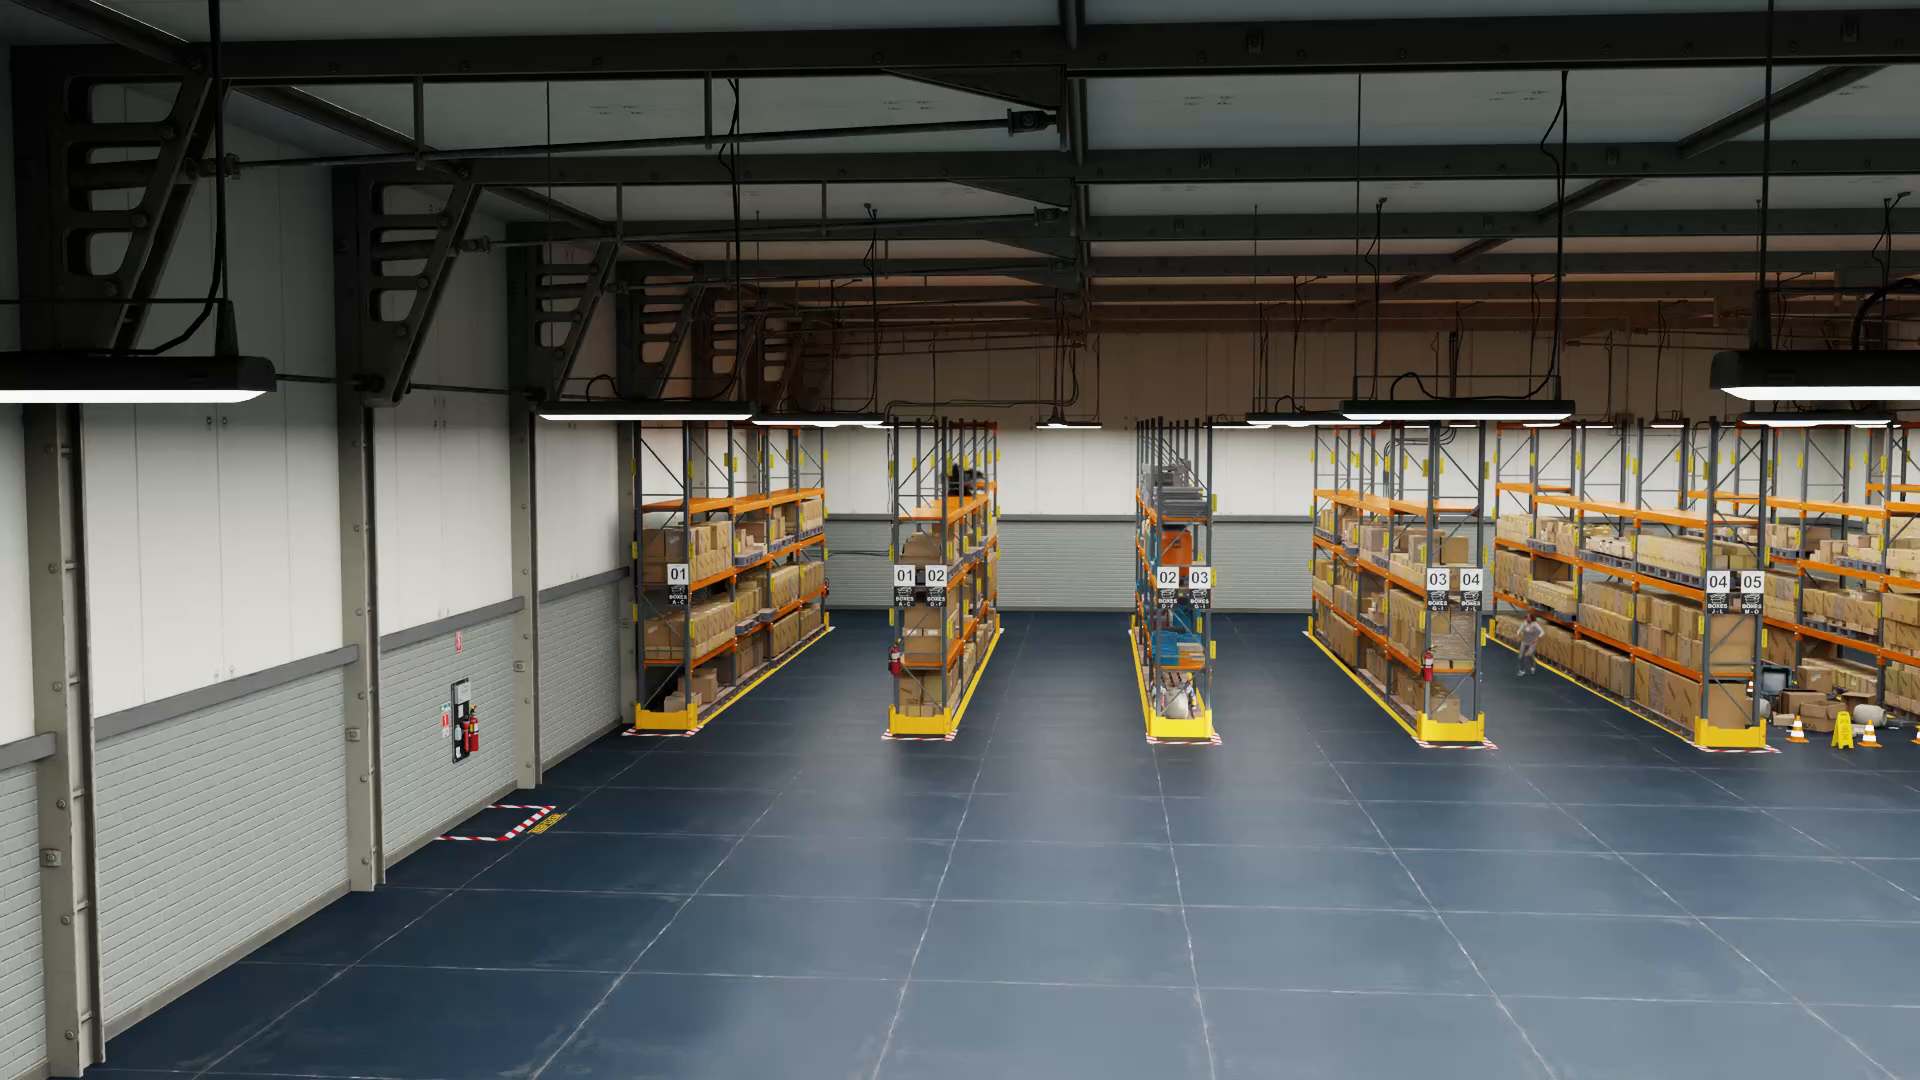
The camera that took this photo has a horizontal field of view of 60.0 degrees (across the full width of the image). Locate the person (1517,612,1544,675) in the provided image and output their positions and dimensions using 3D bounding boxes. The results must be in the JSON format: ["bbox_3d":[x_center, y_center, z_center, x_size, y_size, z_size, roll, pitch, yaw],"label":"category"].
[{"bbox_3d":[13.310,2.438,38.851,0.630,1.515,0.572,3,5,35],"label":"person"}]
